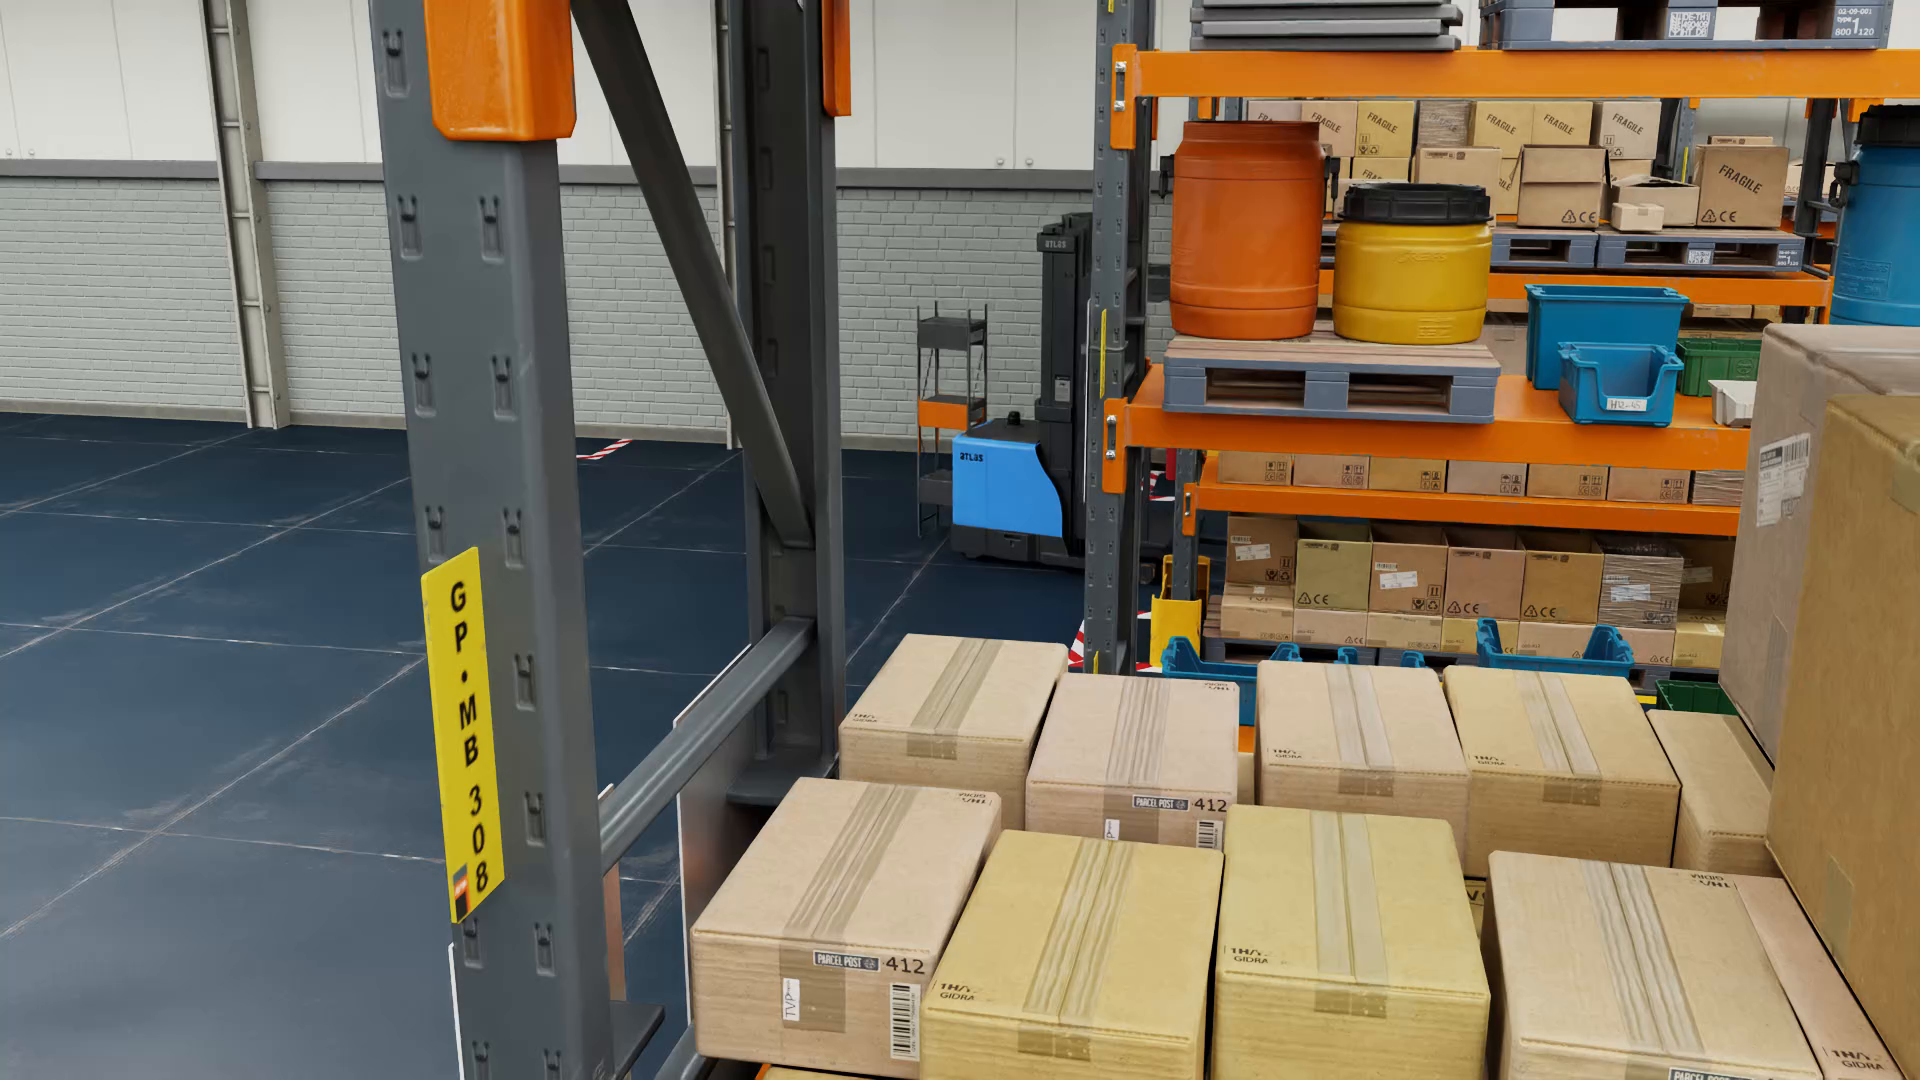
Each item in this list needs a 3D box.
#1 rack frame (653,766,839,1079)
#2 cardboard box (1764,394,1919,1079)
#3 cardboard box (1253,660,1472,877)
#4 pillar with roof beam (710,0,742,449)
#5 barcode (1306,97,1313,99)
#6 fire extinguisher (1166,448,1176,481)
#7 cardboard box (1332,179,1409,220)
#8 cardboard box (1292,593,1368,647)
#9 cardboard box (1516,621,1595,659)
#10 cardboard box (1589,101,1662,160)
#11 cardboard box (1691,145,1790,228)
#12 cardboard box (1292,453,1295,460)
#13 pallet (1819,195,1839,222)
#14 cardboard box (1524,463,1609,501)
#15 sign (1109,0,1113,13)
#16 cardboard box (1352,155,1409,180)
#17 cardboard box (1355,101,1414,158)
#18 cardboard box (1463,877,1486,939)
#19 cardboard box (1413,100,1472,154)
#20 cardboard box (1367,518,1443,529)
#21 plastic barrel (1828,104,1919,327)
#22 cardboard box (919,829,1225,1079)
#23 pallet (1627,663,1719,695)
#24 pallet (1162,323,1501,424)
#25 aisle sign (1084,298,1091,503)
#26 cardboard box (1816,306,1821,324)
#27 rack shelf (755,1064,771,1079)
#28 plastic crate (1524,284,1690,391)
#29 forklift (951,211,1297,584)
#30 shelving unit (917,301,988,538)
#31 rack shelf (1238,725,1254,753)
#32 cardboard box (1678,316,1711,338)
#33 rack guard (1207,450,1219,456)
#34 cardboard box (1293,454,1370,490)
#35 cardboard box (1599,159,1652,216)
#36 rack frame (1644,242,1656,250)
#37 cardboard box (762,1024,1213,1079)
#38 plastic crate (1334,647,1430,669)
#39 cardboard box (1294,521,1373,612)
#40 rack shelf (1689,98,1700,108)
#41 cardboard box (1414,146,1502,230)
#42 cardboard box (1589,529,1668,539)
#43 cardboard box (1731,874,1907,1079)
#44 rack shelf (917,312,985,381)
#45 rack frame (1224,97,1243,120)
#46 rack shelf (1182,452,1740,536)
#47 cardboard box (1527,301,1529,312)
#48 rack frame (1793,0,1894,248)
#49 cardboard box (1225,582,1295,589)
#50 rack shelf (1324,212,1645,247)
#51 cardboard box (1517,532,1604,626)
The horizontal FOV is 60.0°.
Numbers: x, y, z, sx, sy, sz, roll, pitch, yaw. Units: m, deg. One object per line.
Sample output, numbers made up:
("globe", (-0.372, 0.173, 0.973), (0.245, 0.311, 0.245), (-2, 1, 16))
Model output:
("rack frame", (-0.333, 1.899, 2.517), (0.127, 3.000, 1.000), (3, 16, 11))
("cardboard box", (1.068, 0.171, 1.457), (0.500, 0.500, 0.500), (3, 16, 11))
("cardboard box", (0.523, 0.297, 2.215), (0.250, 0.149, 0.380), (2, 16, 9))
("pillar with roof beam", (-3.251, -4.261, 13.519), (0.400, 9.000, 9.100), (3, 16, 11))
("barcode", (3.423, -4.346, 16.259), (0.075, 0.075, 0.001), (3, 16, 11))
("fire extinguisher", (1.621, -0.783, 12.344), (0.183, 0.674, 0.296), (3, 16, 11))
("cardboard box", (2.825, -2.343, 11.445), (0.500, 0.250, 0.500), (3, 16, 11))
("cardboard box", (2.616, 0.543, 11.777), (0.500, 0.250, 0.500), (3, 16, 11))
("cardboard box", (4.085, 0.624, 11.485), (0.500, 0.250, 0.500), (3, 16, 11))
("cardboard box", (6.003, -3.716, 15.073), (0.500, 0.500, 0.500), (2, 16, 6))
("cardboard box", (5.123, -2.339, 10.961), (0.500, 0.500, 0.500), (4, 16, 16))
("cardboard box", (3.288, -0.844, 16.633), (0.500, 0.311, 0.500), (1, 16, 5))
("pallet", (8.148, -3.015, 14.992), (1.003, 0.211, 1.213), (3, 16, 11))
("cardboard box", (4.119, -0.604, 11.365), (0.500, 0.500, 0.700), (3, 16, 12))
("sign", (0.540, -2.043, 5.903), (0.005, 0.325, 0.100), (3, 16, 11))
("cardboard box", (3.935, -3.344, 15.601), (0.500, 0.500, 0.500), (4, 16, 14))
("cardboard box", (3.943, -3.825, 15.466), (0.500, 0.500, 0.500), (4, 16, 13))
("cardboard box", (0.680, 0.511, 2.191), (0.500, 0.250, 0.500), (3, 16, 11))
("cardboard box", (4.610, -3.932, 15.851), (0.500, 0.500, 0.500), (3, 16, 11))
("cardboard box", (3.212, 0.069, 12.083), (0.500, 0.500, 0.500), (3, 16, 11))
("plastic barrel", (3.620, -1.154, 6.195), (0.708, 0.901, 0.600), (3, 16, 11))
("cardboard box", (0.125, 0.448, 1.671), (0.250, 0.149, 0.380), (3, 16, 12))
("pallet", (4.793, 0.811, 11.668), (1.213, 0.211, 1.003), (3, 16, 11))
("pallet", (1.445, -0.682, 6.568), (1.213, 0.211, 1.003), (3, 16, 11))
("aisle sign", (0.525, -0.577, 6.585), (0.004, 0.787, 0.394), (3, 16, 11))
("cardboard box", (8.237, -1.941, 15.370), (0.500, 0.500, 0.700), (5, 16, 19))
("rack shelf", (1.627, 0.907, 1.829), (4.000, 0.370, 1.077), (3, 16, 11))
("plastic crate", (2.582, -0.812, 6.715), (0.575, 0.384, 0.392), (3, 16, 11))
("forklift", (1.480, -1.209, 13.866), (3.031, 2.935, 1.130), (7, 17, 24))
("shelving unit", (-0.067, -1.048, 14.840), (0.503, 2.100, 0.431), (7, 17, 24))
("rack shelf", (2.614, 1.056, 6.907), (4.000, 0.370, 1.077), (3, 16, 11))
("cardboard box", (4.633, -1.201, 11.092), (0.500, 0.500, 0.700), (3, 16, 11))
("rack guard", (2.702, -0.780, 16.870), (0.348, 0.500, 1.175), (3, 16, 11))
("cardboard box", (2.615, -0.686, 11.661), (0.500, 0.500, 0.700), (4, 16, 13))
("cardboard box", (6.001, -3.241, 15.230), (0.500, 0.500, 0.500), (4, 16, 13))
("rack frame", (6.548, -1.775, 15.783), (0.127, 3.000, 1.000), (3, 16, 11))
("cardboard box", (0.087, 0.619, 1.800), (0.500, 0.250, 0.500), (4, 16, 13))
("plastic crate", (1.839, 0.659, 7.271), (0.408, 0.251, 0.499), (3, 16, 11))
("cardboard box", (2.616, 0.182, 11.676), (0.500, 0.500, 0.500), (3, 16, 11))
("rack shelf", (8.508, -4.021, 14.747), (4.000, 0.370, 1.077), (3, 16, 11))
("cardboard box", (3.217, -2.296, 10.806), (0.500, 0.500, 0.500), (3, 16, 11))
("cardboard box", (4.681, 0.151, 11.788), (0.500, 0.500, 0.500), (3, 16, 11))
("cardboard box", (0.887, 0.476, 1.569), (0.250, 0.149, 0.380), (3, 16, 11))
("rack shelf", (-0.067, -1.709, 14.657), (0.480, 0.518, 0.431), (7, 17, 24))
("rack frame", (2.628, -4.879, 15.750), (0.127, 3.000, 1.000), (3, 16, 11))
("rack shelf", (3.604, -0.239, 11.584), (4.000, 0.370, 1.077), (3, 16, 11))
("cardboard box", (5.533, -2.044, 15.589), (0.500, 0.500, 0.500), (3, 16, 11))
("rack frame", (5.564, -3.371, 10.303), (0.127, 3.000, 1.000), (3, 16, 11))
("cardboard box", (2.229, 0.382, 12.359), (0.500, 0.250, 0.500), (3, 16, 11))
("rack shelf", (4.588, -2.981, 15.862), (4.000, 0.370, 1.077), (3, 16, 11))
("cardboard box", (4.088, 0.259, 11.397), (0.500, 0.500, 0.500), (3, 16, 11))
